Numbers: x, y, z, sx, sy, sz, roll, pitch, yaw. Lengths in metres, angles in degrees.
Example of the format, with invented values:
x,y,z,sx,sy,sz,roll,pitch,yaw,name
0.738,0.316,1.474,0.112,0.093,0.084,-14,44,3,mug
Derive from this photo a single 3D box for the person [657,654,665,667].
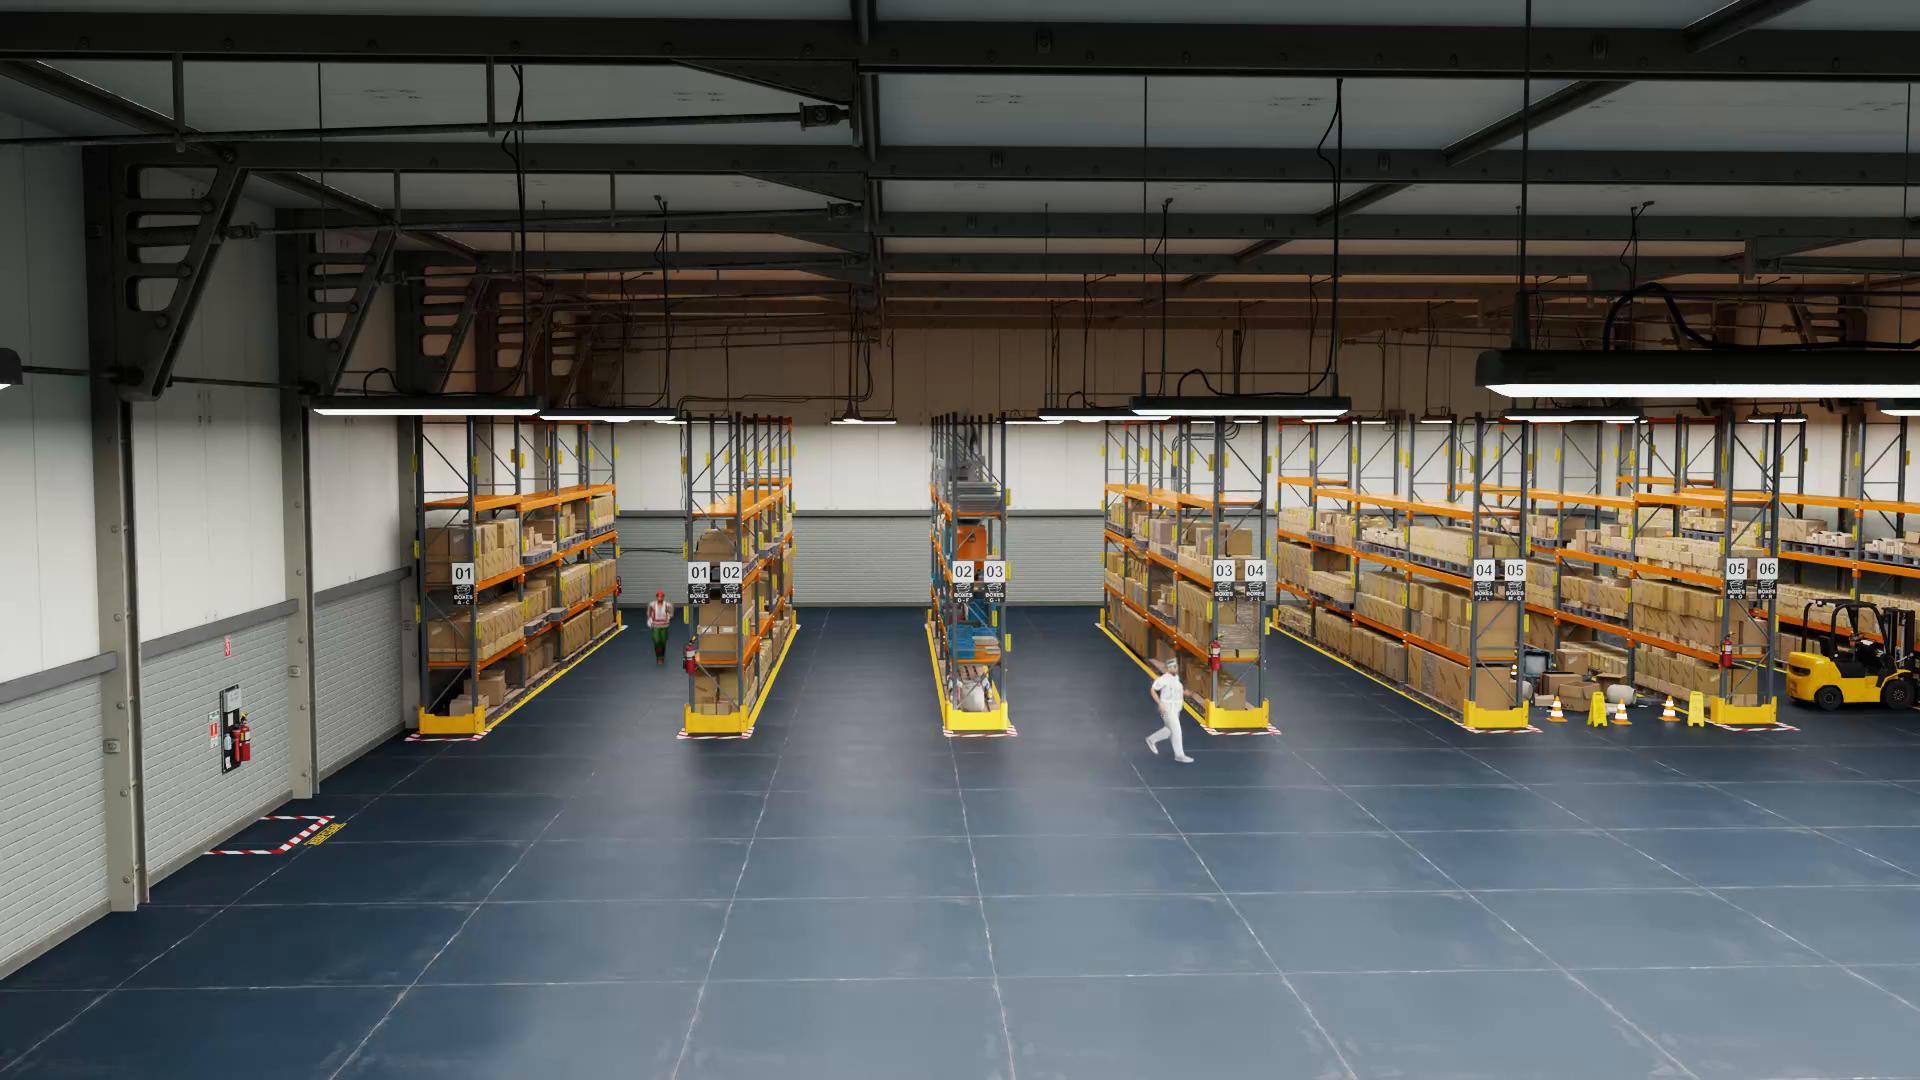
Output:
x,y,z,sx,sy,sz,roll,pitch,yaw,name
-7.221,2.811,40.174,0.230,0.359,0.992,-1,4,-13,person

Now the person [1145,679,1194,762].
x,y,z,sx,sy,sz,roll,pitch,yaw,name
3.573,3.069,28.478,0.940,1.389,0.440,2,5,32,person

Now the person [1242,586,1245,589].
x,y,z,sx,sy,sz,roll,pitch,yaw,name
7.962,1.766,45.349,0.643,1.736,0.469,0,4,1,person
